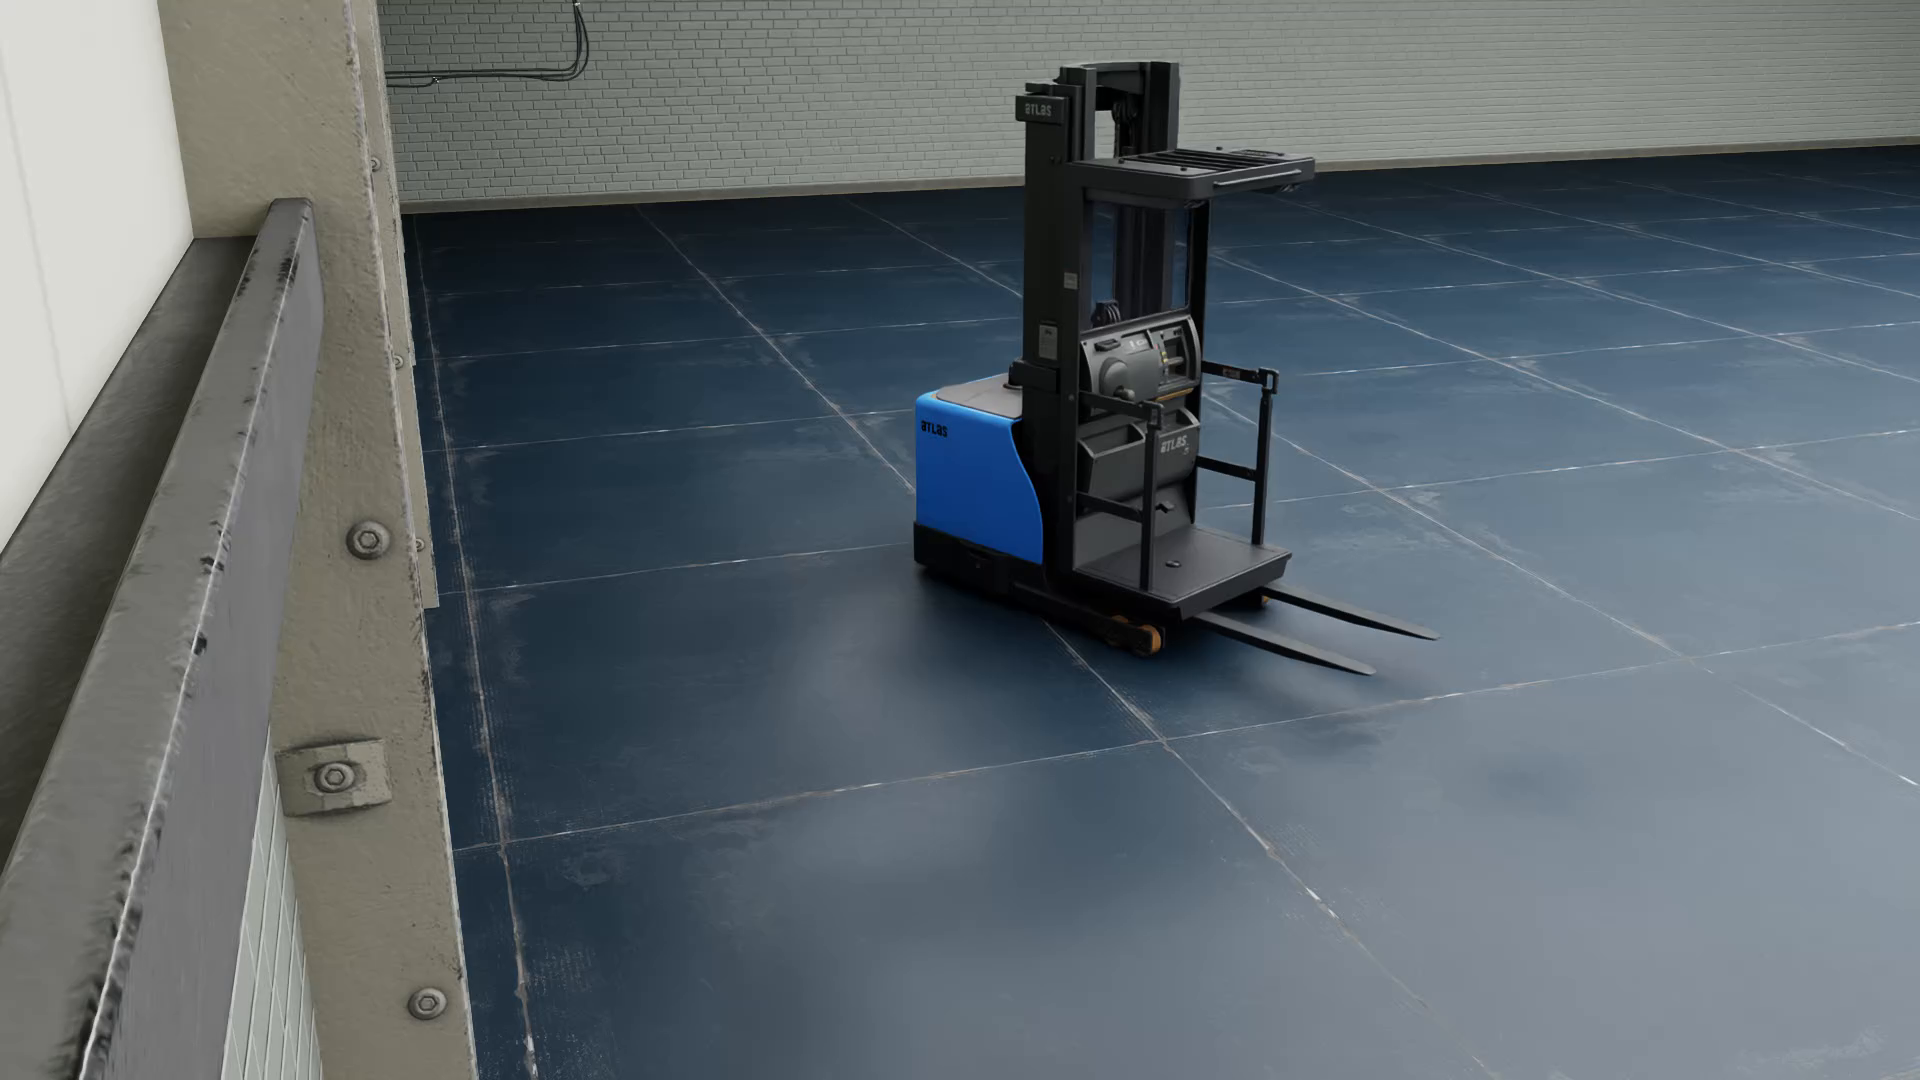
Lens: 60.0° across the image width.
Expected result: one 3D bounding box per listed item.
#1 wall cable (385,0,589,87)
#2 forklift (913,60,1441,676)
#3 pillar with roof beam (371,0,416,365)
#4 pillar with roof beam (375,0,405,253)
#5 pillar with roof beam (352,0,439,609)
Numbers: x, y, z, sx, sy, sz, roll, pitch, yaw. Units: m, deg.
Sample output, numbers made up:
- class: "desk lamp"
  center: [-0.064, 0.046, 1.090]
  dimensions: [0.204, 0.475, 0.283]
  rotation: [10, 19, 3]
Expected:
- class: "wall cable"
  center: [-6.585, -7.381, 22.247]
  dimensions: [3.097, 2.526, 0.112]
  rotation: [-6, 21, -17]
- class: "forklift"
  center: [1.125, -0.965, 8.766]
  dimensions: [3.031, 2.935, 1.130]
  rotation: [19, 27, 42]
- class: "pillar with roof beam"
  center: [-0.942, -6.288, 14.612]
  dimensions: [9.100, 9.000, 0.400]
  rotation: [-6, 21, -17]
- class: "pillar with roof beam"
  center: [-2.828, -8.214, 19.972]
  dimensions: [9.100, 9.000, 0.400]
  rotation: [-6, 21, -17]
- class: "pillar with roof beam"
  center: [0.944, -4.363, 9.251]
  dimensions: [9.100, 9.000, 0.400]
  rotation: [-6, 21, -17]
